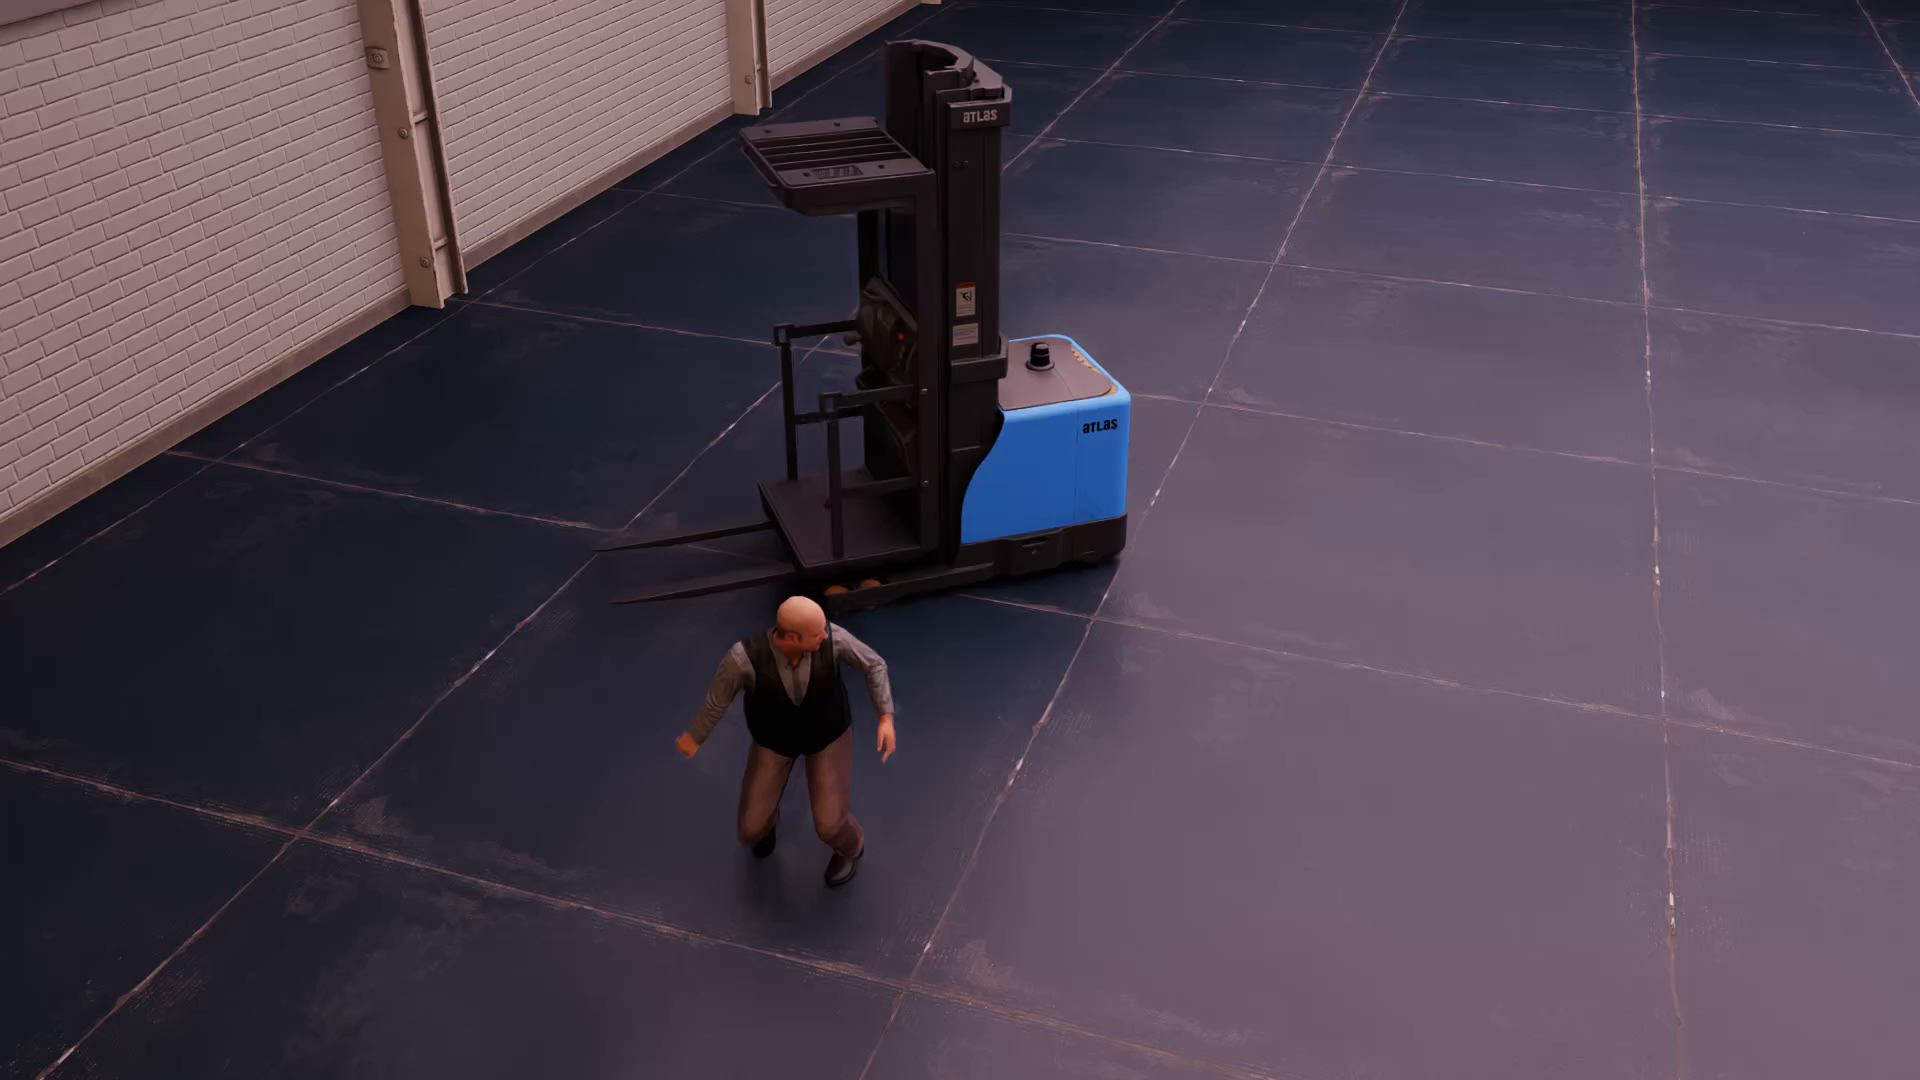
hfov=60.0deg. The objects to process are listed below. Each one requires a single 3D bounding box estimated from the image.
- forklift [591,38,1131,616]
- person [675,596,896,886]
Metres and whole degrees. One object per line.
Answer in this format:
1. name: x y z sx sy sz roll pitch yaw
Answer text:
1. forklift: -0.591 -1.142 9.140 3.031 2.935 1.130 -10 31 -17
2. person: -0.749 0.844 7.114 0.939 1.574 0.508 -3 30 -5
